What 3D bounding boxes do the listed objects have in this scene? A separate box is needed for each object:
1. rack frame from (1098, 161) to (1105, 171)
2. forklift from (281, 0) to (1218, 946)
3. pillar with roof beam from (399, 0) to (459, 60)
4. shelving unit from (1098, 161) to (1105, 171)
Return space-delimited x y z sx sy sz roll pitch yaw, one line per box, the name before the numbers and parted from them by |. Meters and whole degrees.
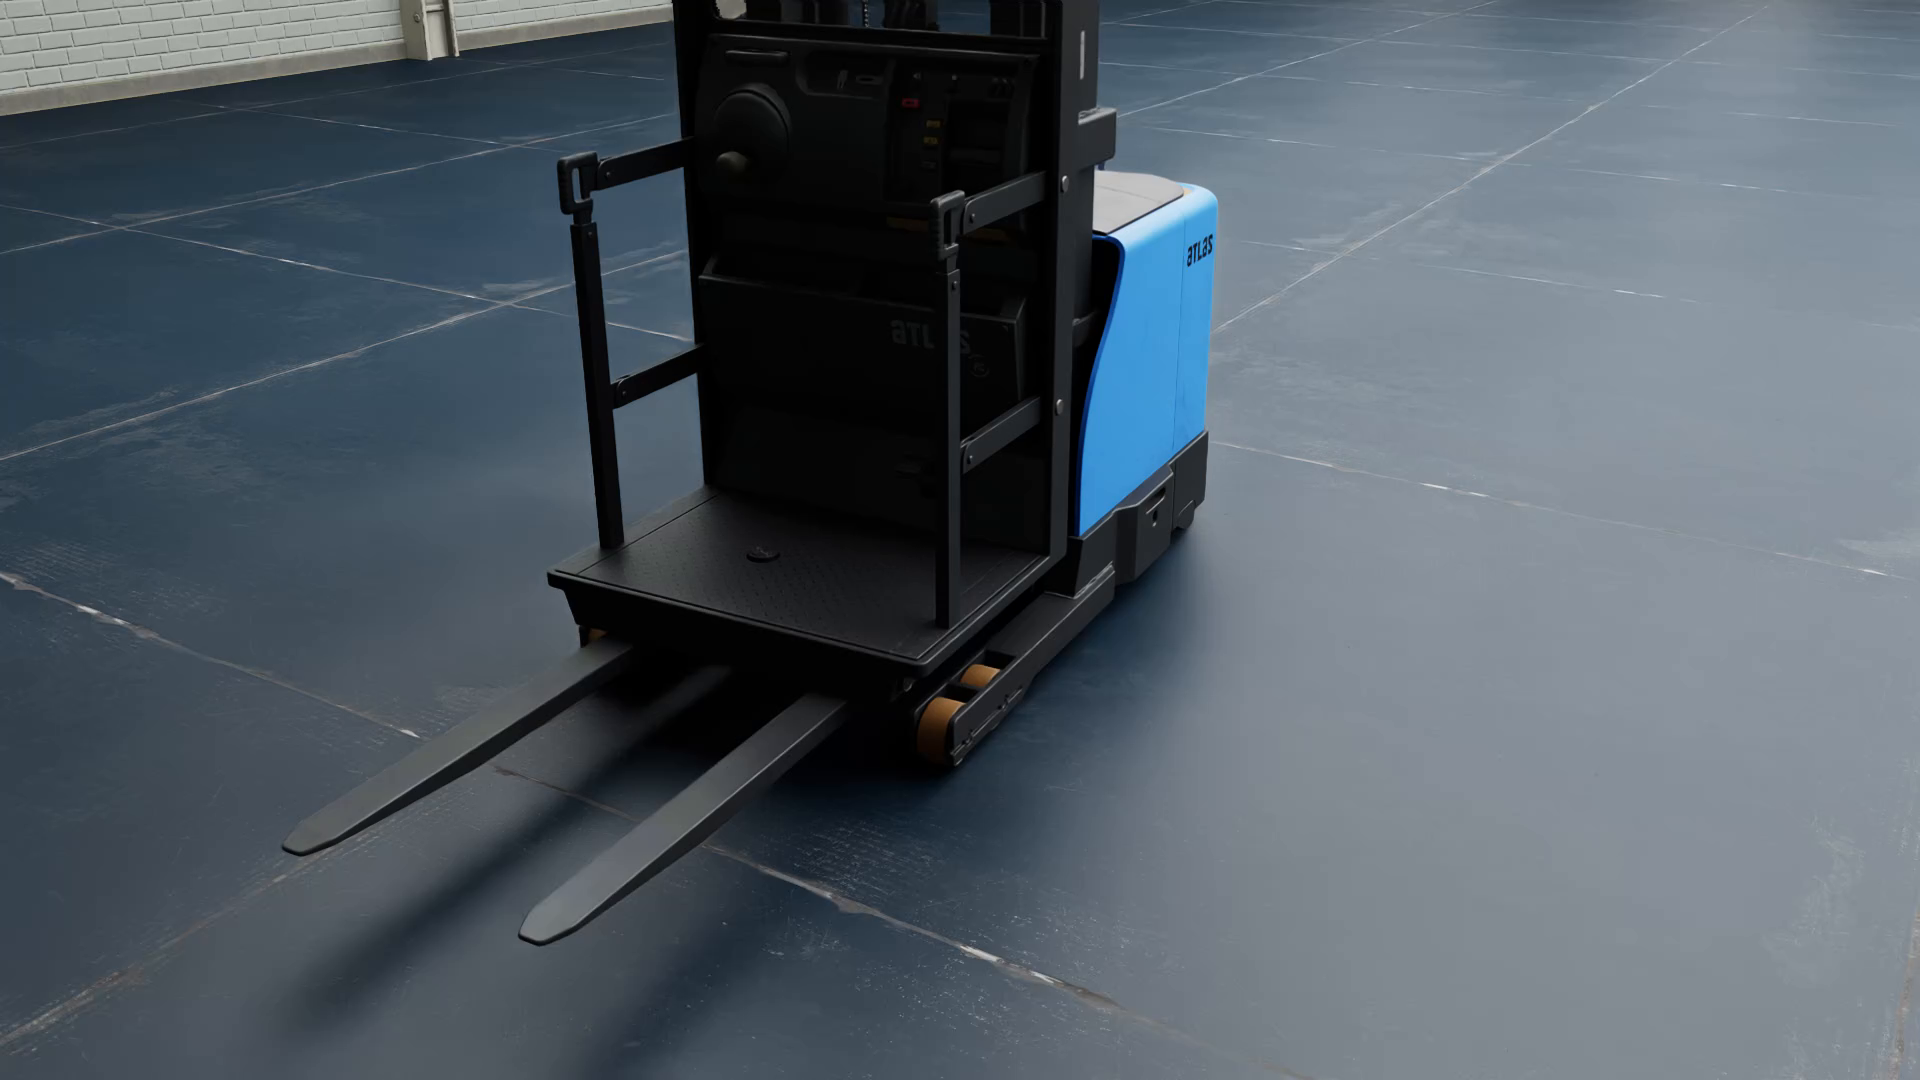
rack frame | 0.365 -0.826 5.648 0.240 1.200 0.006 12 26 25
forklift | -0.342 -1.003 3.878 1.130 2.935 3.031 12 26 25
pillar with roof beam | -1.405 -7.867 12.095 9.100 9.000 0.400 14 27 29
shelving unit | 0.322 -0.794 5.574 0.258 1.200 0.189 12 26 25
